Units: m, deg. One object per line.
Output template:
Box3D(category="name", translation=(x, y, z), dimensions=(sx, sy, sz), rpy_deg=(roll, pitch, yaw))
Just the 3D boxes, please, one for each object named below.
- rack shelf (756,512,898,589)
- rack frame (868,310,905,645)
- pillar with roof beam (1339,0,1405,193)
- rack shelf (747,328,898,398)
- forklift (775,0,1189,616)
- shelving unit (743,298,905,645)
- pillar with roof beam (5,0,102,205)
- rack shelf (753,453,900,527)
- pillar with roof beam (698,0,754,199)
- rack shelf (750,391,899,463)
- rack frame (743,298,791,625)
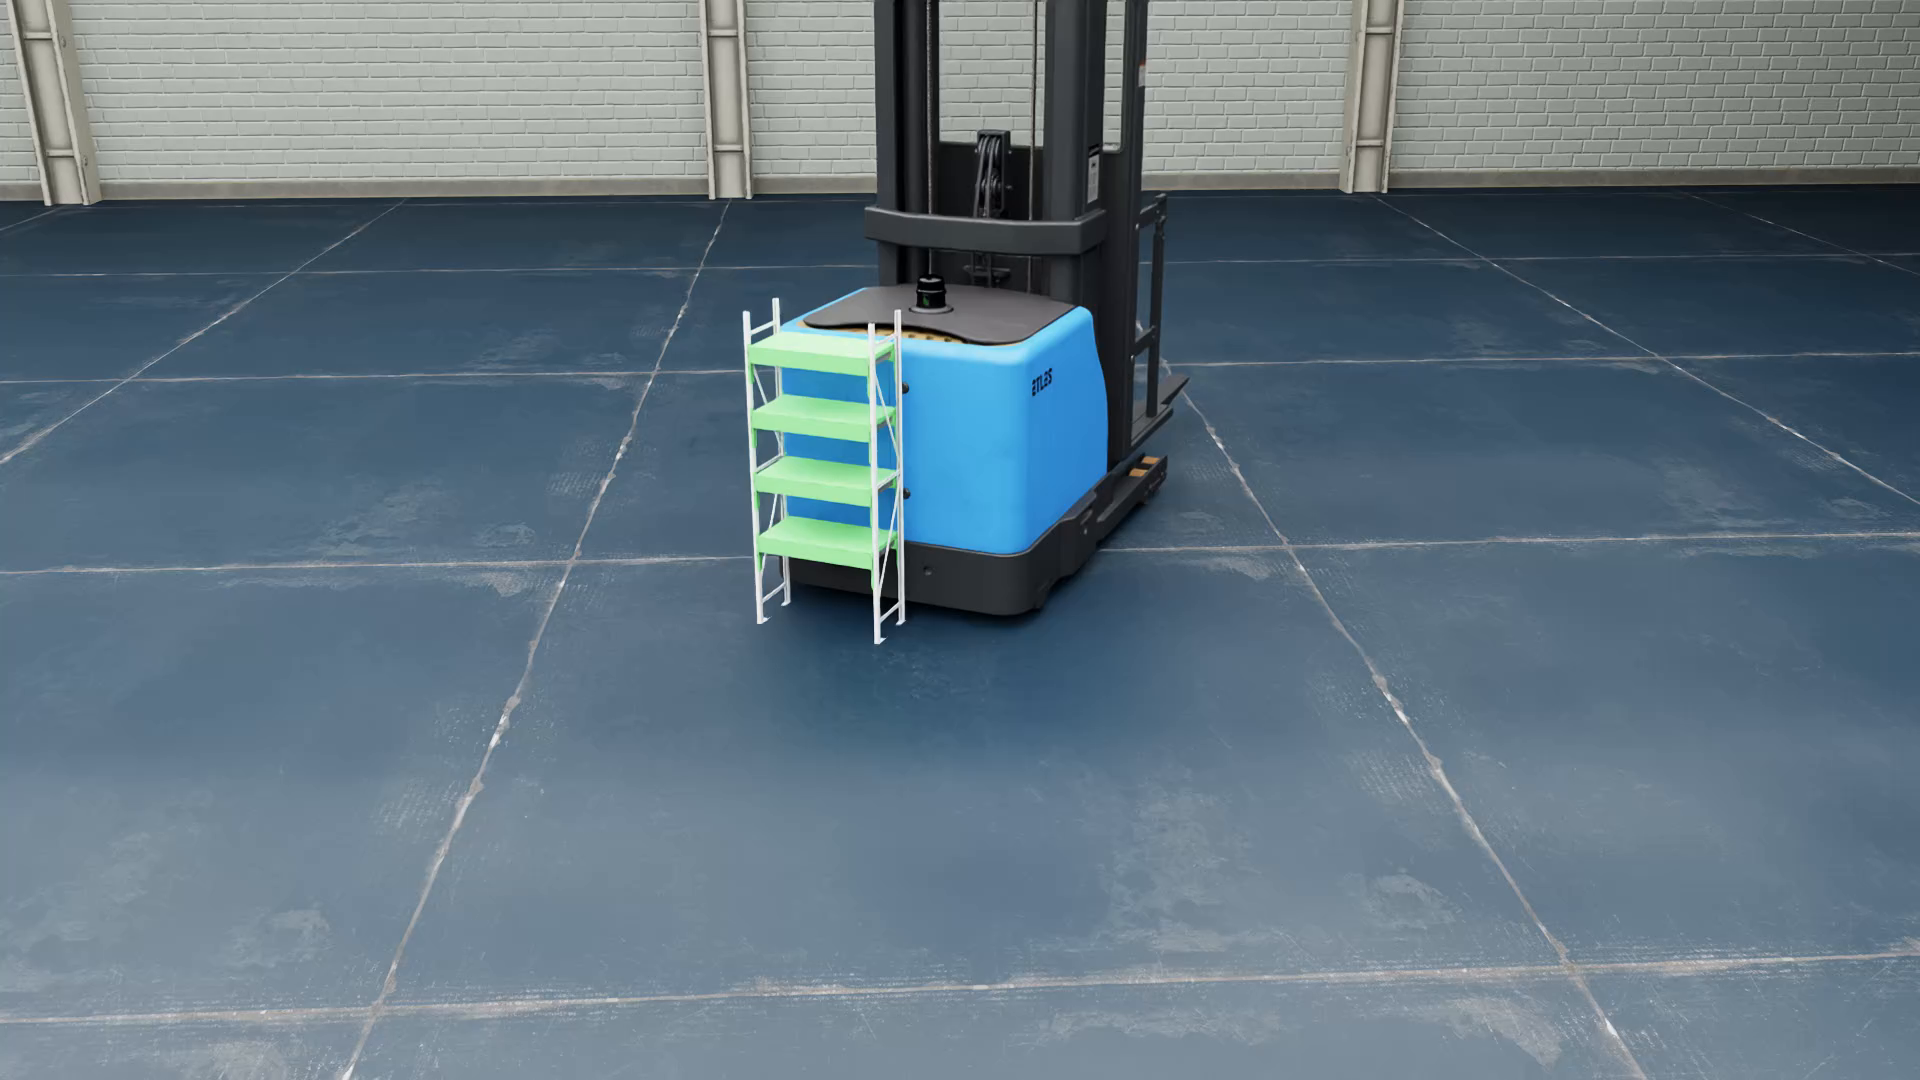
Box3D(category="rack shelf", translation=(-0.487, 0.037, 6.193), dimensions=(0.480, 0.148, 0.258), rpy_deg=(8, 22, 21))
Box3D(category="rack frame", translation=(-0.261, -0.214, 5.998), dimensions=(0.015, 1.200, 0.240), rpy_deg=(8, 22, 21))
Box3D(category="pillar with roof beam", translation=(4.096, -6.020, 10.287), dimensions=(0.400, 9.000, 9.100), rpy_deg=(-1, 21, -3))
Box3D(category="rack shelf", translation=(-0.487, -0.636, 5.936), dimensions=(0.480, 0.148, 0.258), rpy_deg=(8, 22, 21))
Box3D(category="forklift", translation=(0.317, -1.578, 7.148), dimensions=(1.130, 2.935, 3.031), rpy_deg=(8, 22, 21))
Box3D(category="shelving unit", translation=(-0.487, -0.247, 6.084), dimensions=(0.503, 1.200, 0.258), rpy_deg=(8, 22, 21))
Box3D(category="pillar with roof beam", translation=(-7.884, -5.777, 9.646), dimensions=(0.400, 9.000, 9.100), rpy_deg=(-1, 21, -3))
Box3D(category="rack shelf", translation=(-0.487, -0.188, 6.107), dimensions=(0.480, 0.148, 0.258), rpy_deg=(8, 22, 21))
Box3D(category="pillar with roof beam", translation=(-1.894, -5.898, 9.966), dimensions=(0.400, 9.000, 9.100), rpy_deg=(-1, 21, -3))
Box3D(category="rack shelf", translation=(-0.487, -0.412, 6.022), dimensions=(0.480, 0.148, 0.258), rpy_deg=(8, 22, 21))
Box3D(category="rack frame", translation=(-0.713, -0.281, 6.171), dimensions=(0.015, 1.200, 0.240), rpy_deg=(8, 22, 21))
